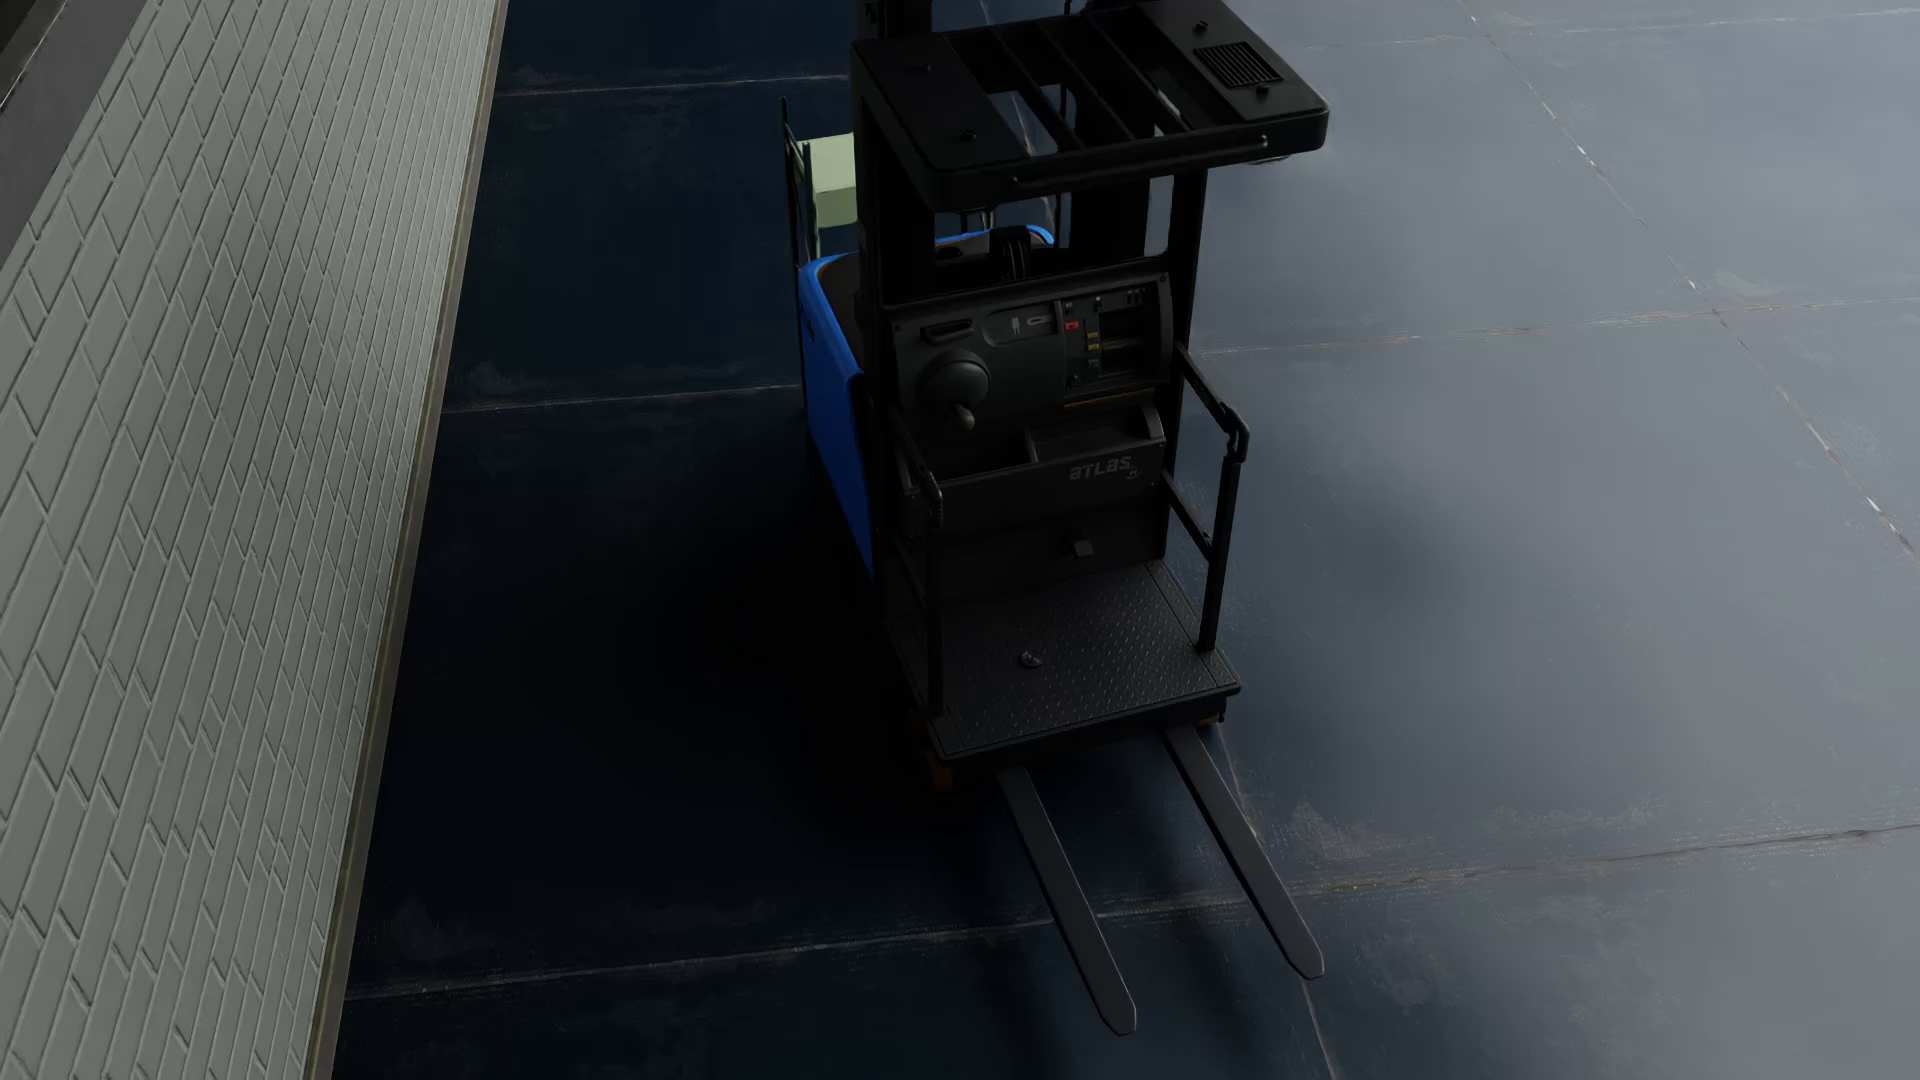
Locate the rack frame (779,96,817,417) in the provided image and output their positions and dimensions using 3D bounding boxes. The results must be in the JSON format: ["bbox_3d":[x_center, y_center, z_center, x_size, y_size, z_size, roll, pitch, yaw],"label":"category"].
[{"bbox_3d":[-0.624,-1.023,6.765,0.023,1.500,0.400,-12,43,-13],"label":"rack frame"}]

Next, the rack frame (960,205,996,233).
[{"bbox_3d":[0.072,-1.175,6.933,0.023,1.500,0.400,-12,43,-13],"label":"rack frame"}]

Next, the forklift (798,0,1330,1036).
[{"bbox_3d":[0.306,-0.517,5.135,1.130,2.935,3.031,-12,43,-13],"label":"forklift"}]

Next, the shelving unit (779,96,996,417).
[{"bbox_3d":[-0.276,-1.099,6.849,0.755,1.500,0.431,-12,43,-13],"label":"shelving unit"}]

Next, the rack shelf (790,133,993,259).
[{"bbox_3d":[-0.276,-1.389,6.588,0.720,0.370,0.431,-12,43,-13],"label":"rack shelf"}]
